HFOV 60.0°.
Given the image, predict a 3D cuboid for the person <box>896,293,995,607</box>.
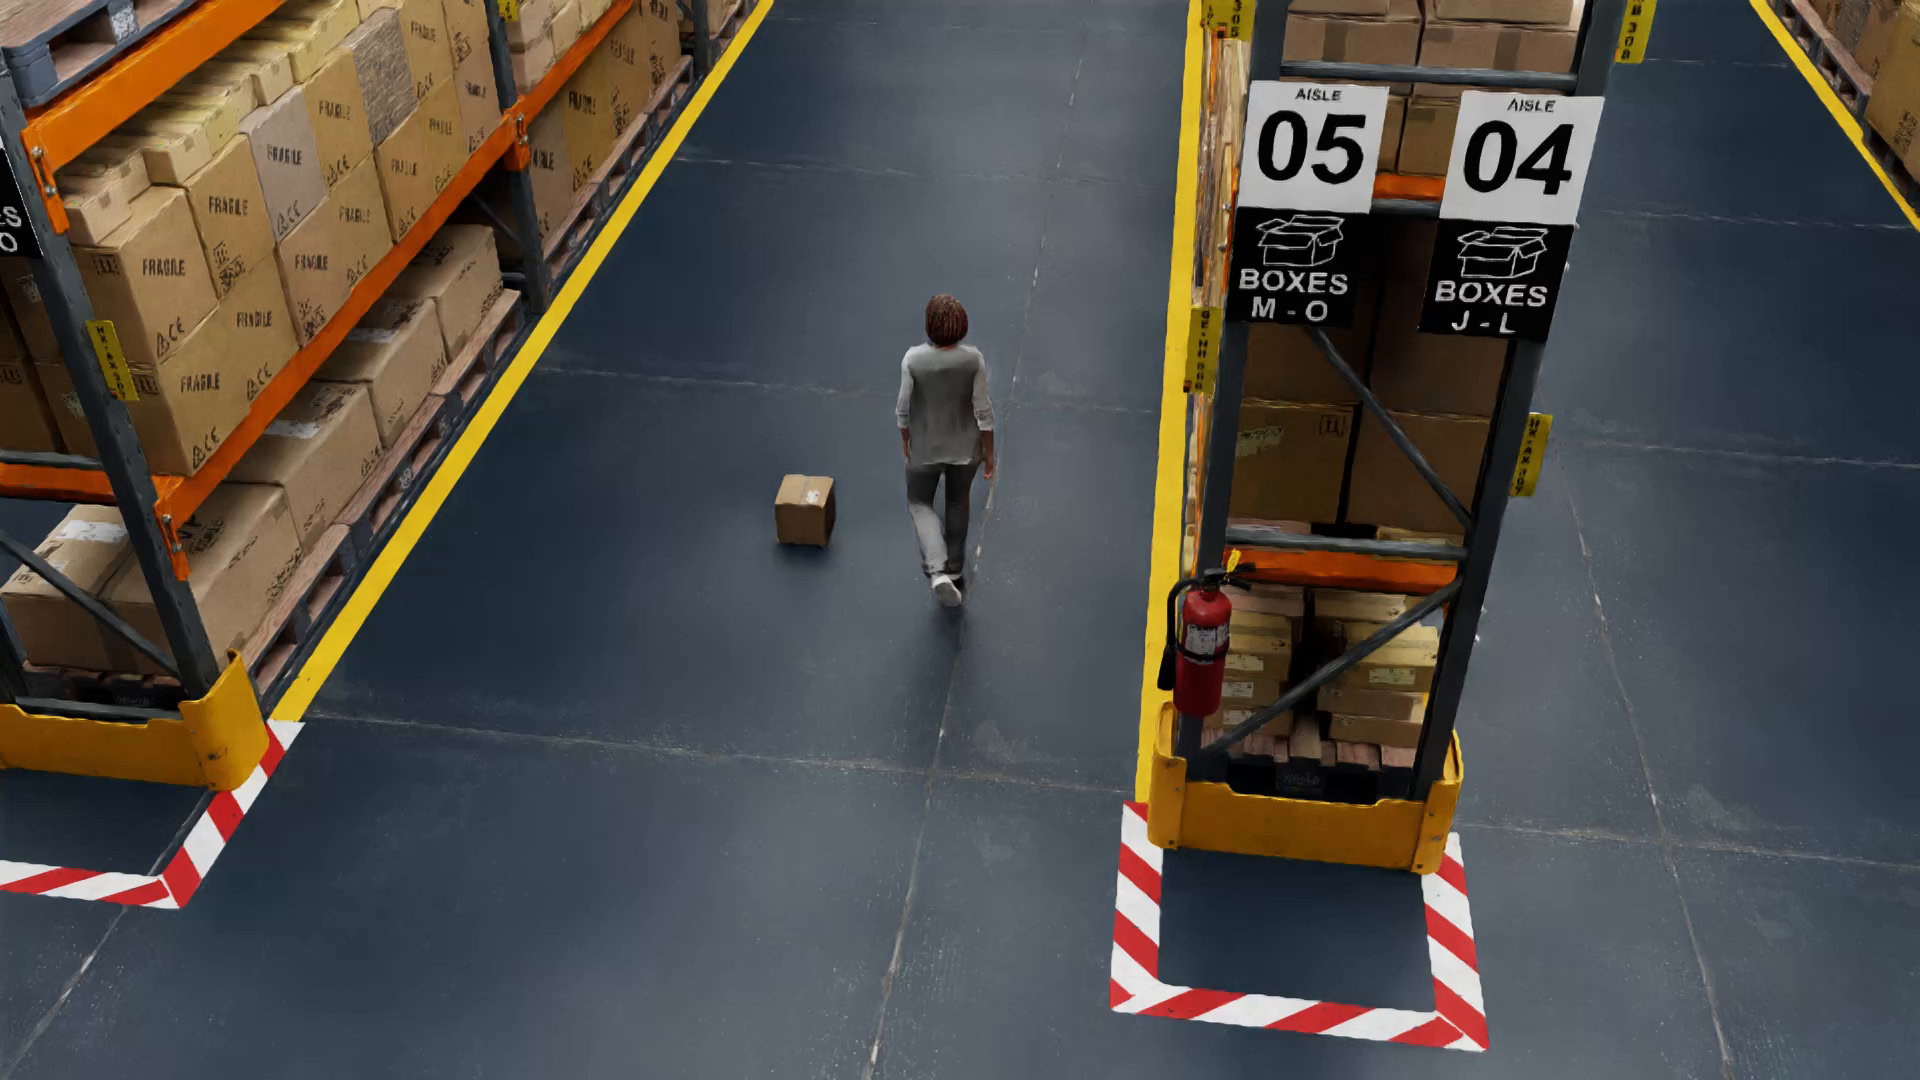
[{"bbox_3d":[-0.062,-0.387,7.568,0.440,1.559,0.667,-5,37,-6],"label":"person"}]
